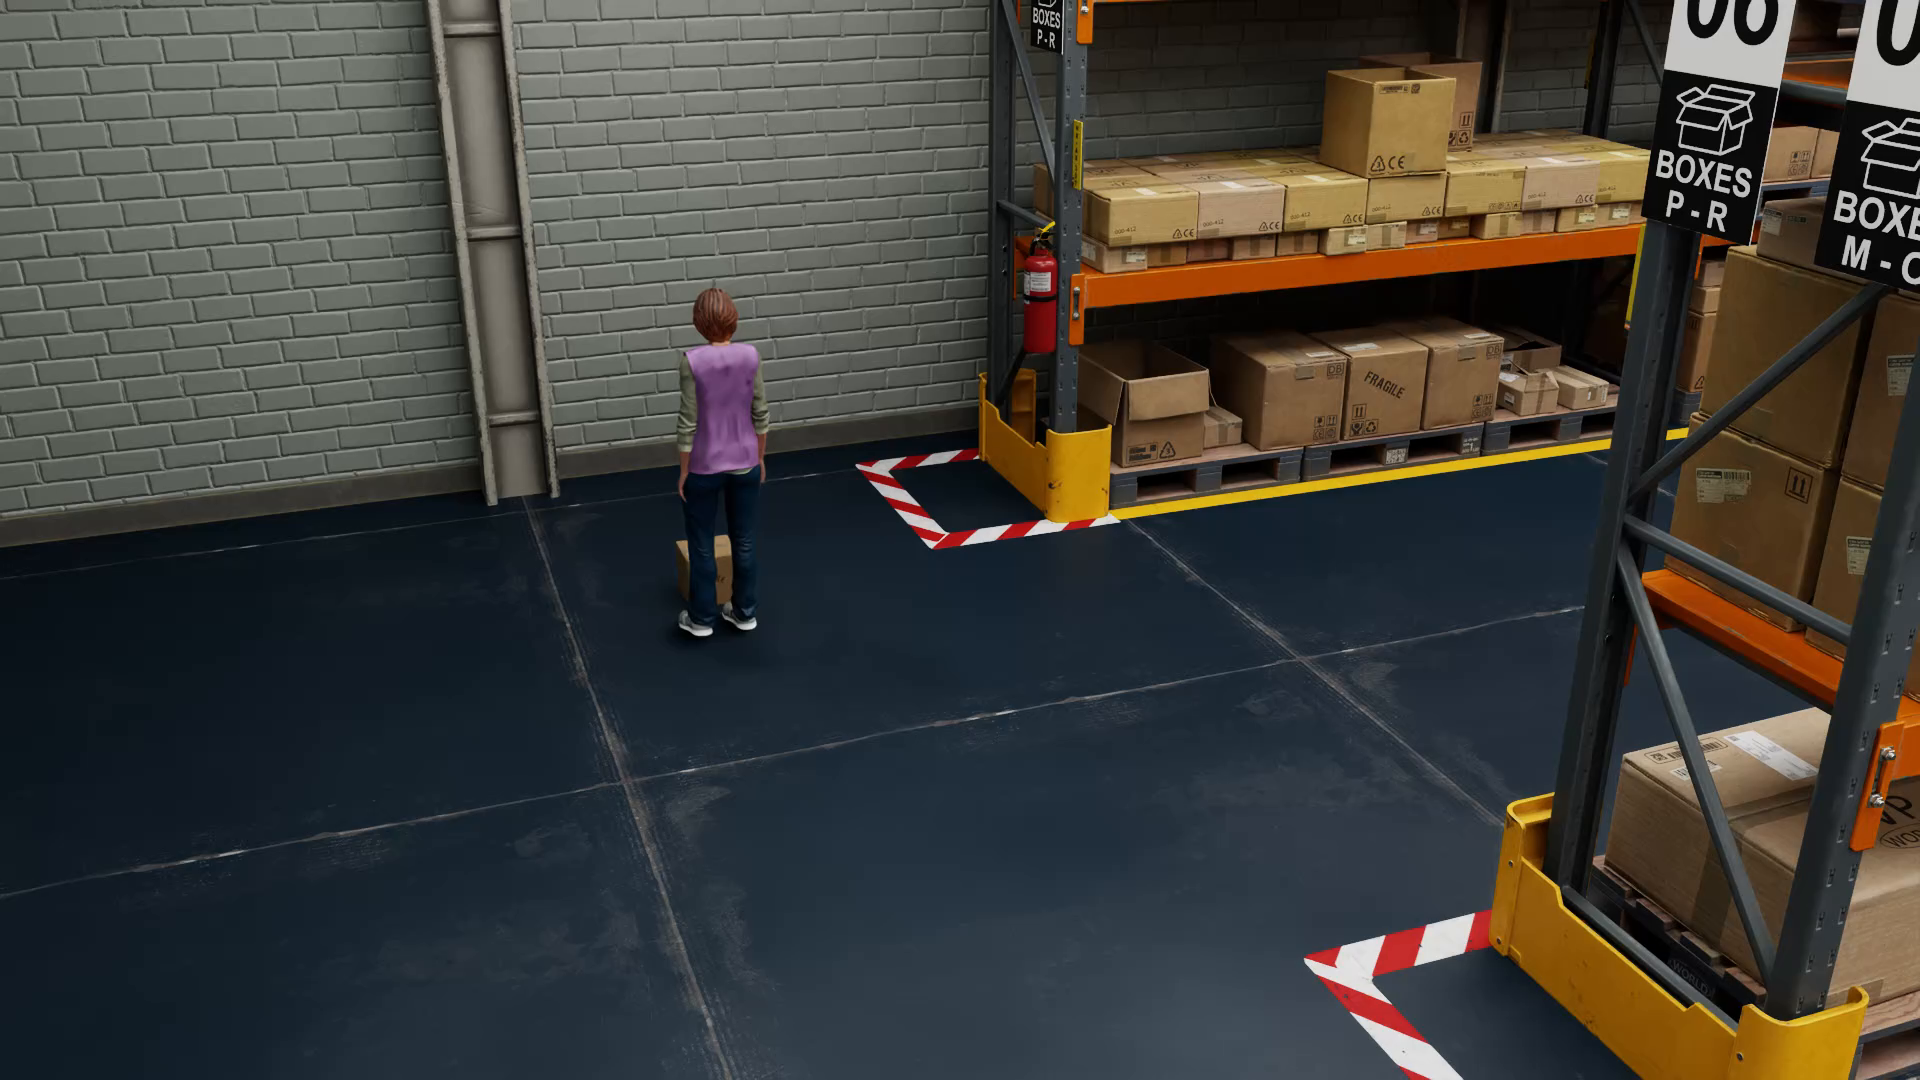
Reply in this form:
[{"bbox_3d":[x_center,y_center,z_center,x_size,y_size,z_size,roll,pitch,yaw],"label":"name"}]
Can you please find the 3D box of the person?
[{"bbox_3d":[-1.058,-0.321,7.338,0.425,1.589,0.383,-11,25,-23],"label":"person"}]
